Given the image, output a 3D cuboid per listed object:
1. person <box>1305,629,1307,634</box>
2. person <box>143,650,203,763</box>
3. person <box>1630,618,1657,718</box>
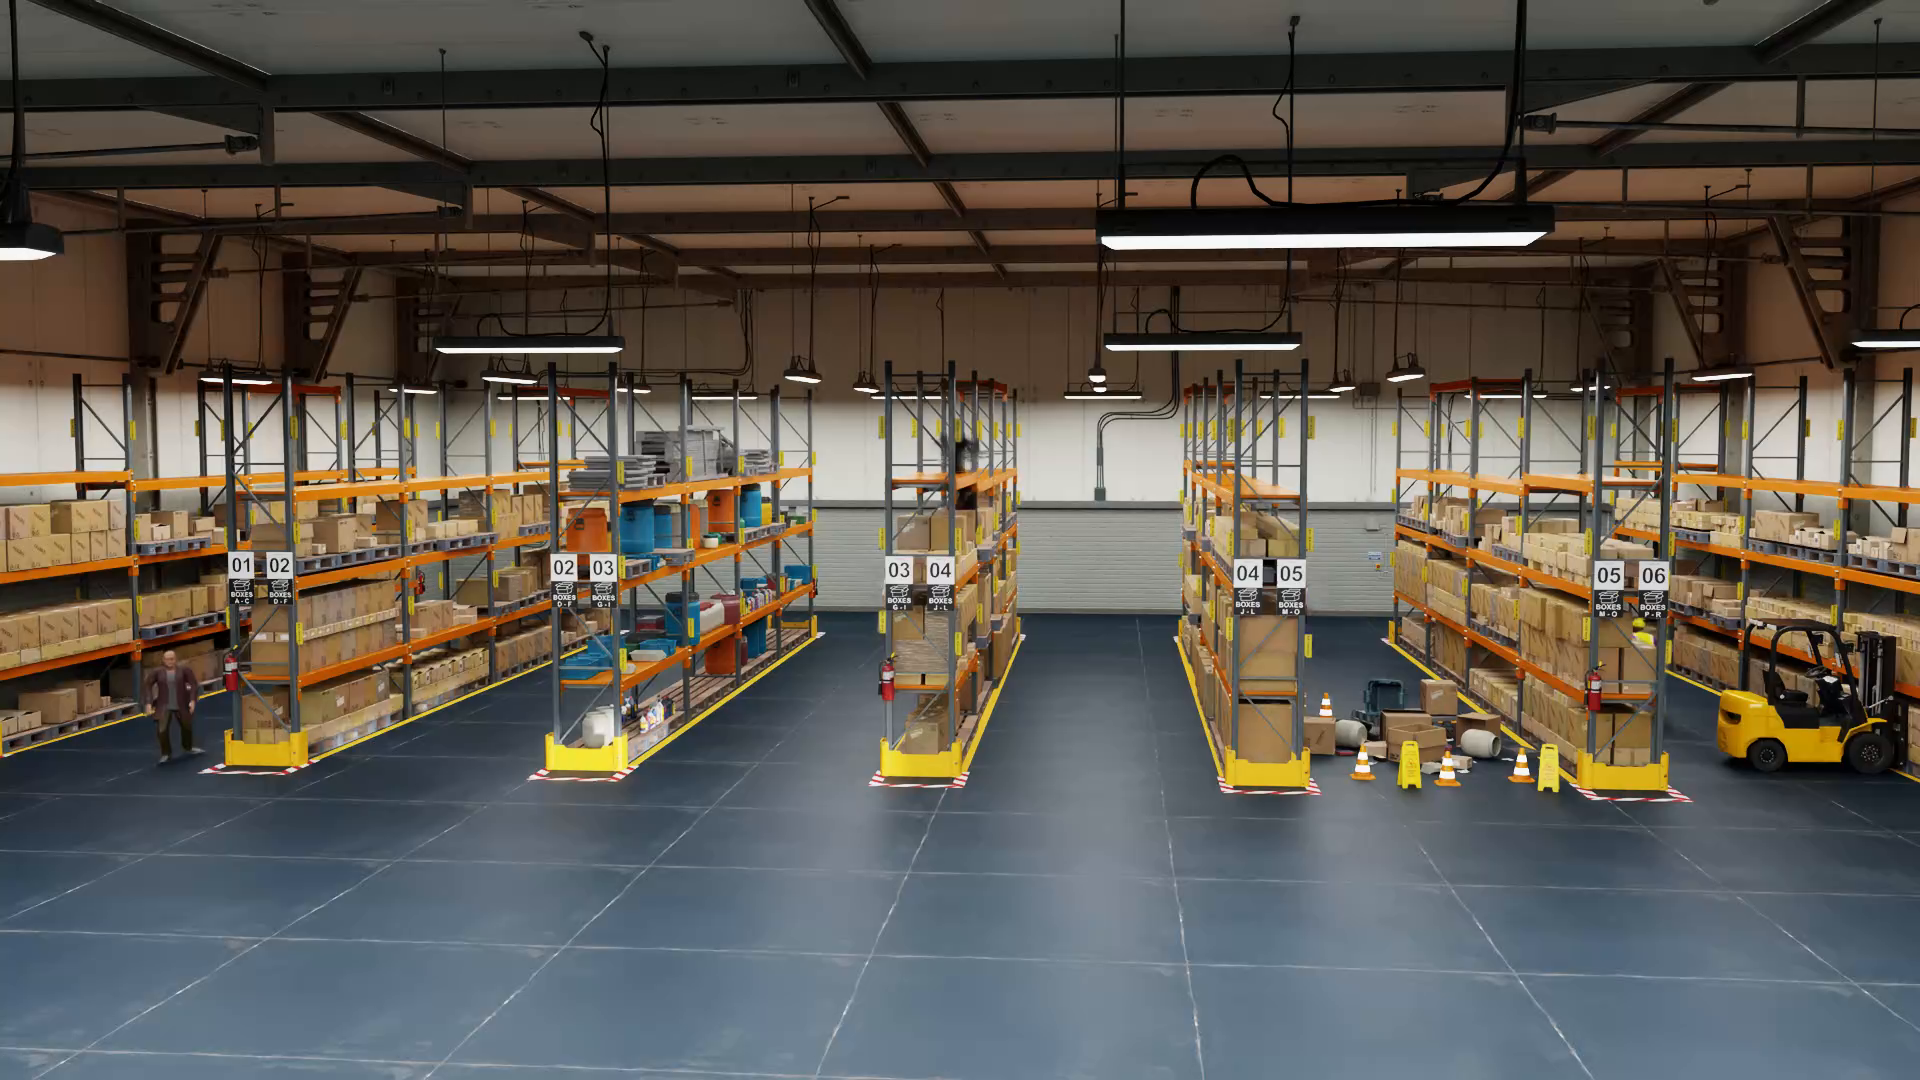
[{"bbox_3d":[7.813,1.638,39.081,0.598,1.640,0.909,-3,5,-40],"label":"person"},{"bbox_3d":[-11.963,2.501,25.274,0.802,1.711,0.723,-2,4,-30],"label":"person"},{"bbox_3d":[11.904,2.240,28.951,0.698,1.726,0.885,-1,4,-9],"label":"person"}]
